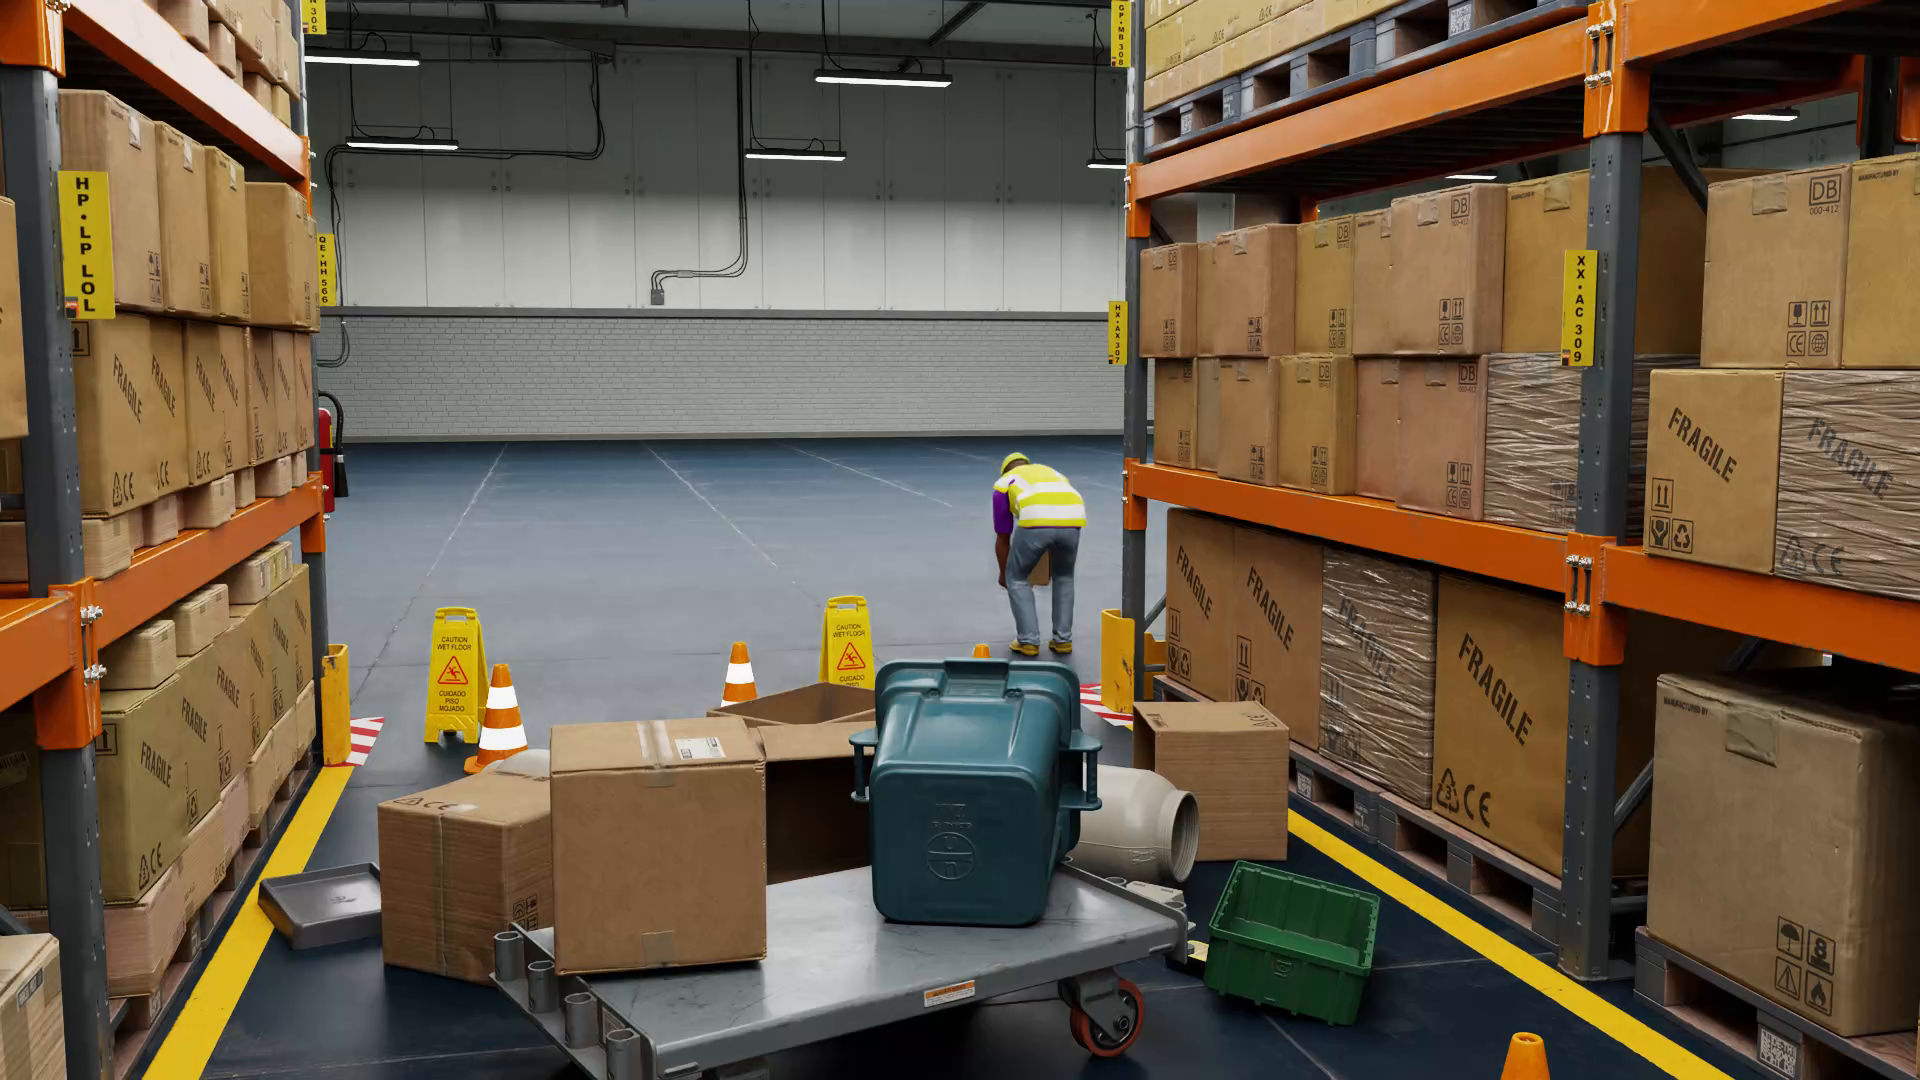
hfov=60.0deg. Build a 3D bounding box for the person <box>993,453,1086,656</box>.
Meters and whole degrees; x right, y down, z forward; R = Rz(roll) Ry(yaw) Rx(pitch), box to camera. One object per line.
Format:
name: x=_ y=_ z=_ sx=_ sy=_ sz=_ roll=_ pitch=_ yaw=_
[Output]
person: x=0.471 y=0.075 z=10.648 sx=0.497 sy=1.232 sz=0.945 roll=-2 pitch=6 yaw=-16
